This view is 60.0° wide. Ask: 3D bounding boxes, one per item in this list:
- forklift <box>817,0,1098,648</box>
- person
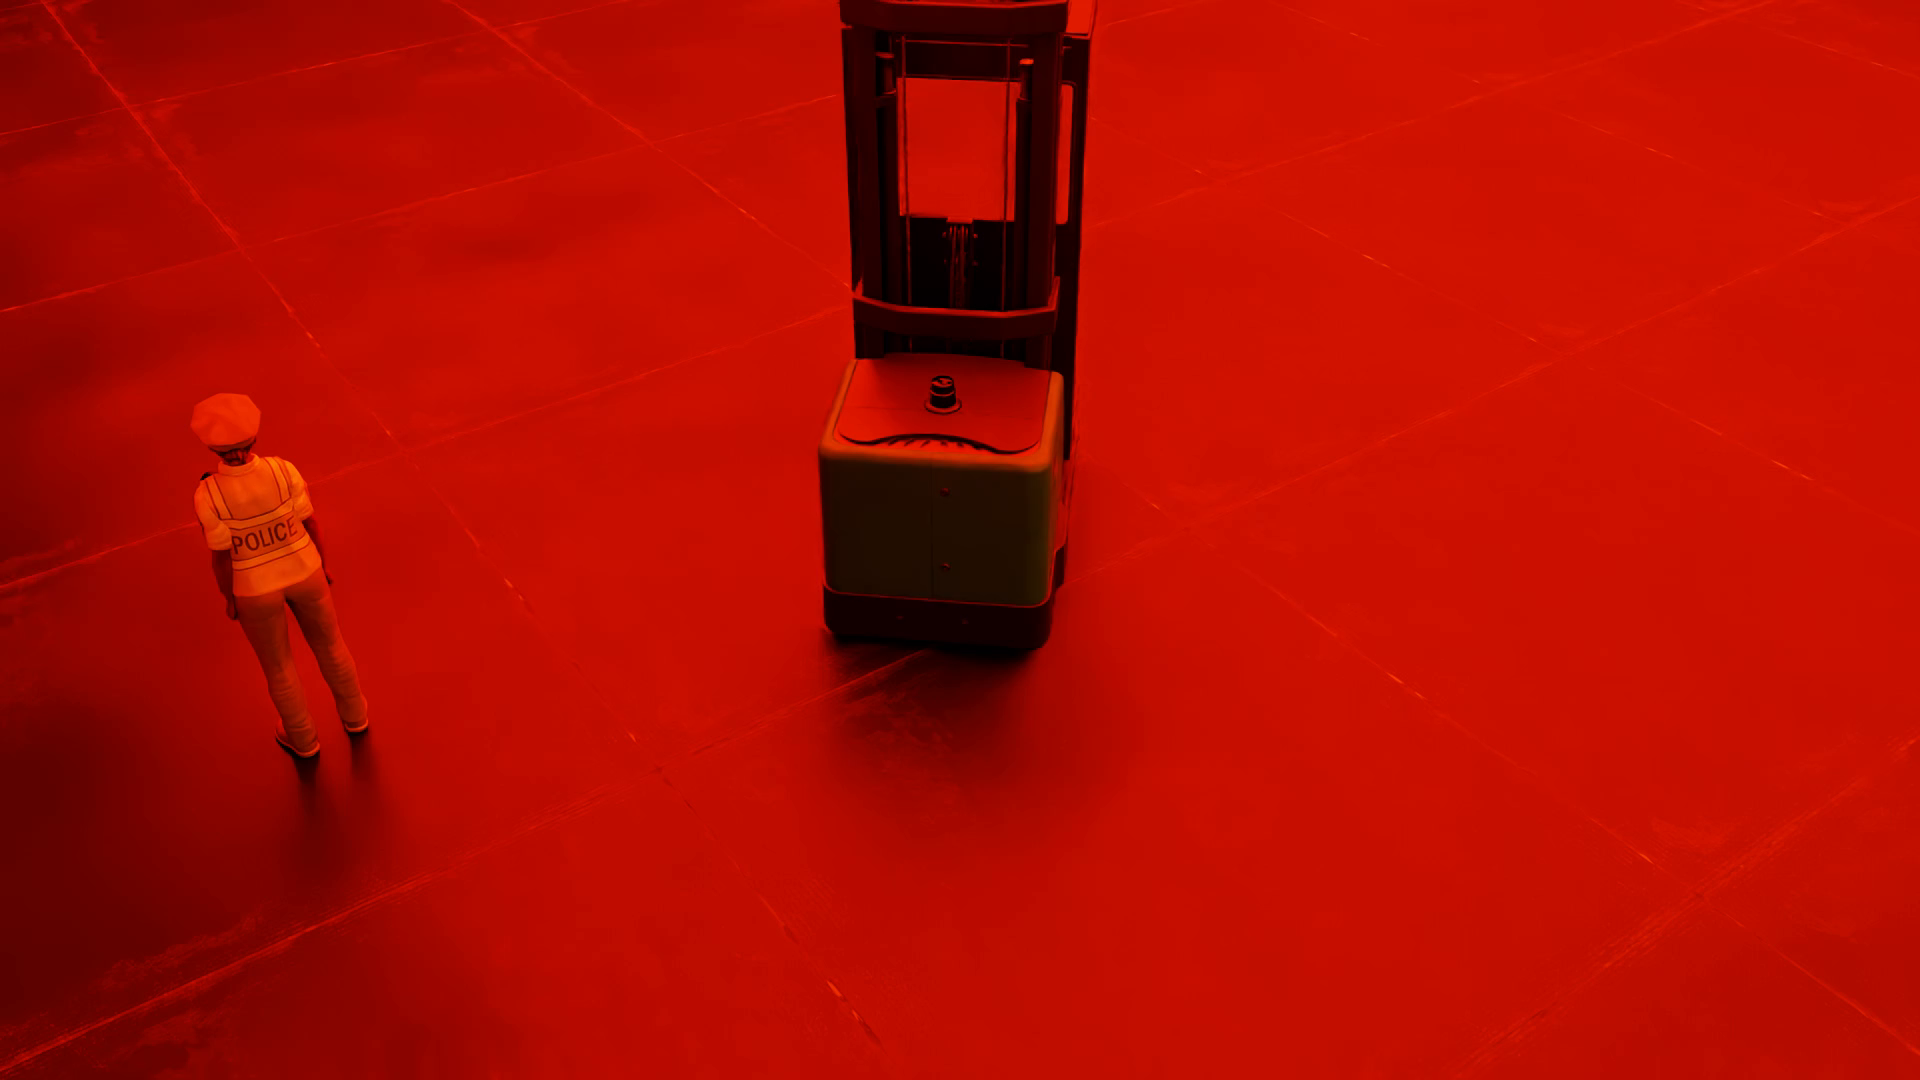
[{"bbox_3d":[0.055,-1.548,8.038,1.130,2.935,3.031,4,37,5],"label":"forklift"},{"bbox_3d":[-2.787,0.158,6.779,0.446,1.691,0.337,-24,43,-29],"label":"person"}]
